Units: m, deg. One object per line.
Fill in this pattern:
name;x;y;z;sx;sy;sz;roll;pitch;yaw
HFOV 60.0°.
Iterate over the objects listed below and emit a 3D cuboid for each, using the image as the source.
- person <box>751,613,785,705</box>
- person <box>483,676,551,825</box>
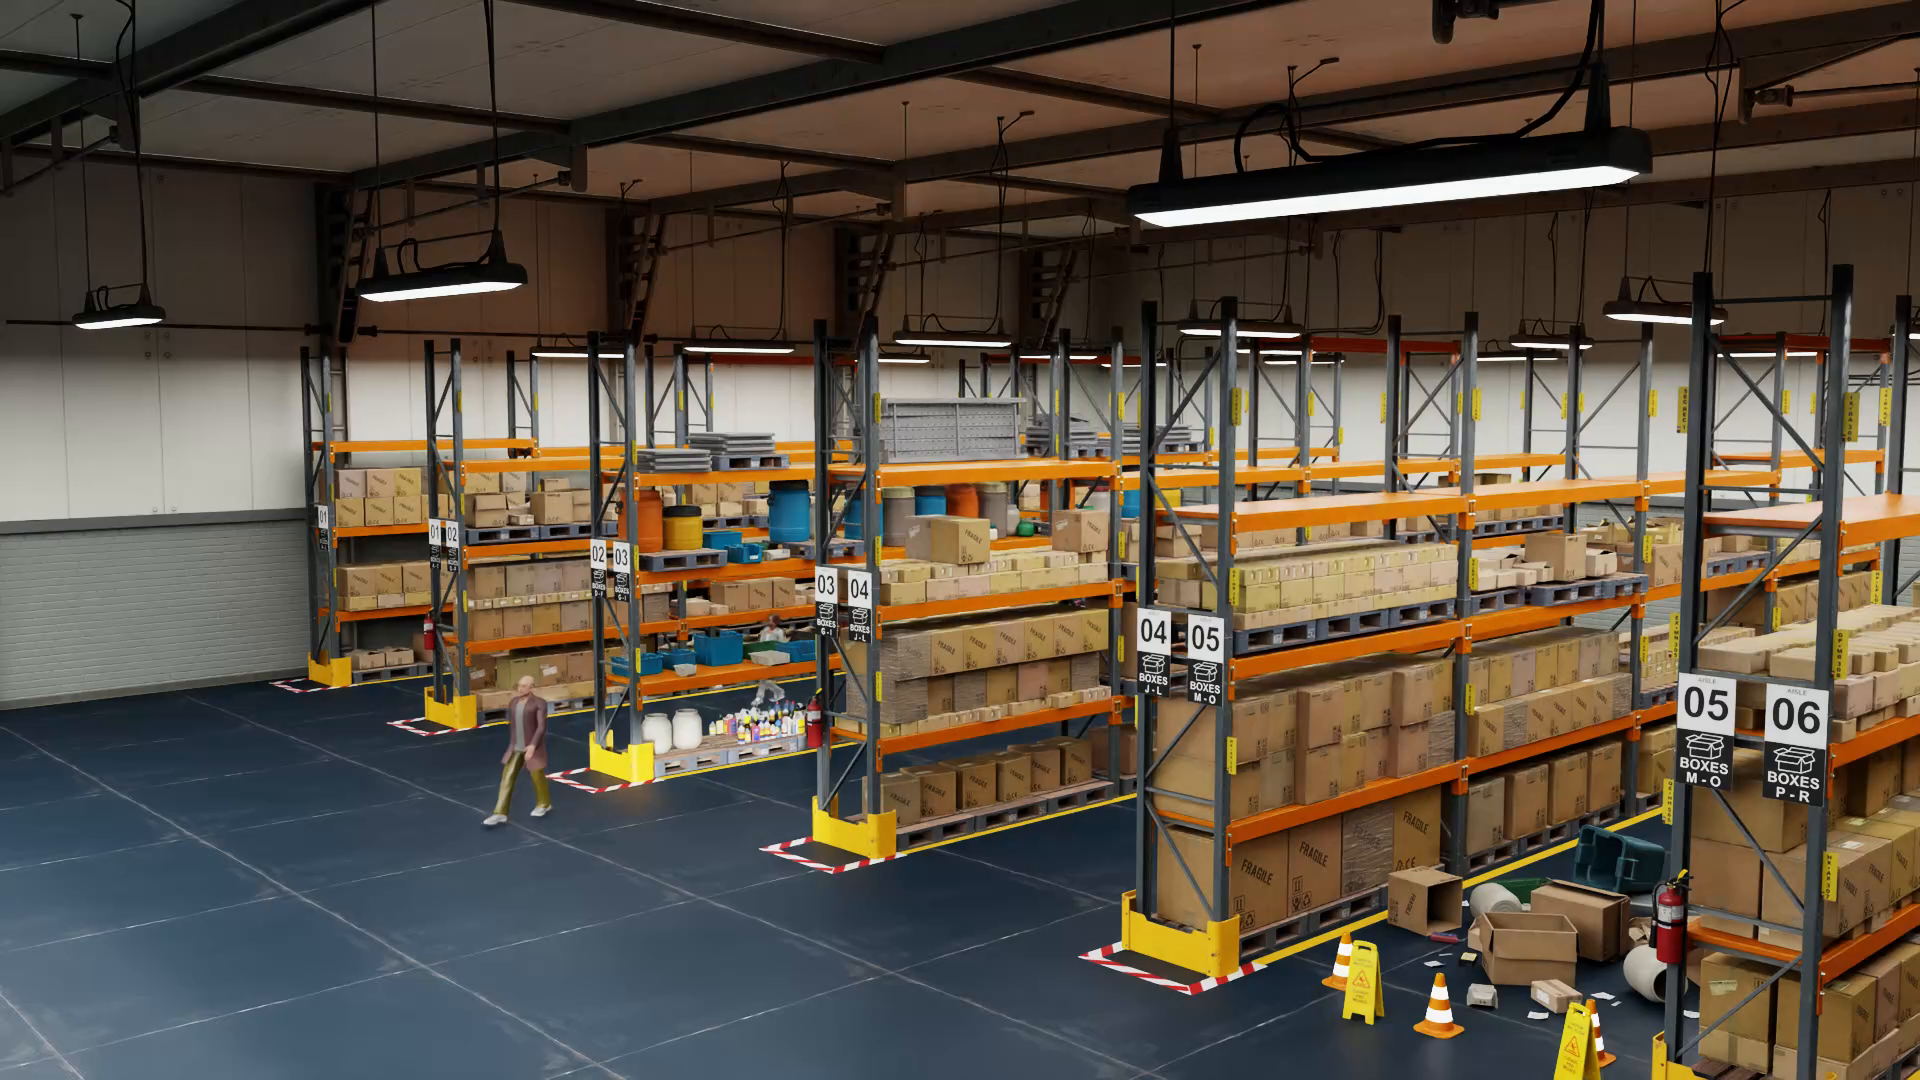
person;-3.001;1.873;26.261;0.500;1.460;0.787;3;6;30
person;-5.266;2.518;20.025;0.590;1.746;0.976;1;5;14
